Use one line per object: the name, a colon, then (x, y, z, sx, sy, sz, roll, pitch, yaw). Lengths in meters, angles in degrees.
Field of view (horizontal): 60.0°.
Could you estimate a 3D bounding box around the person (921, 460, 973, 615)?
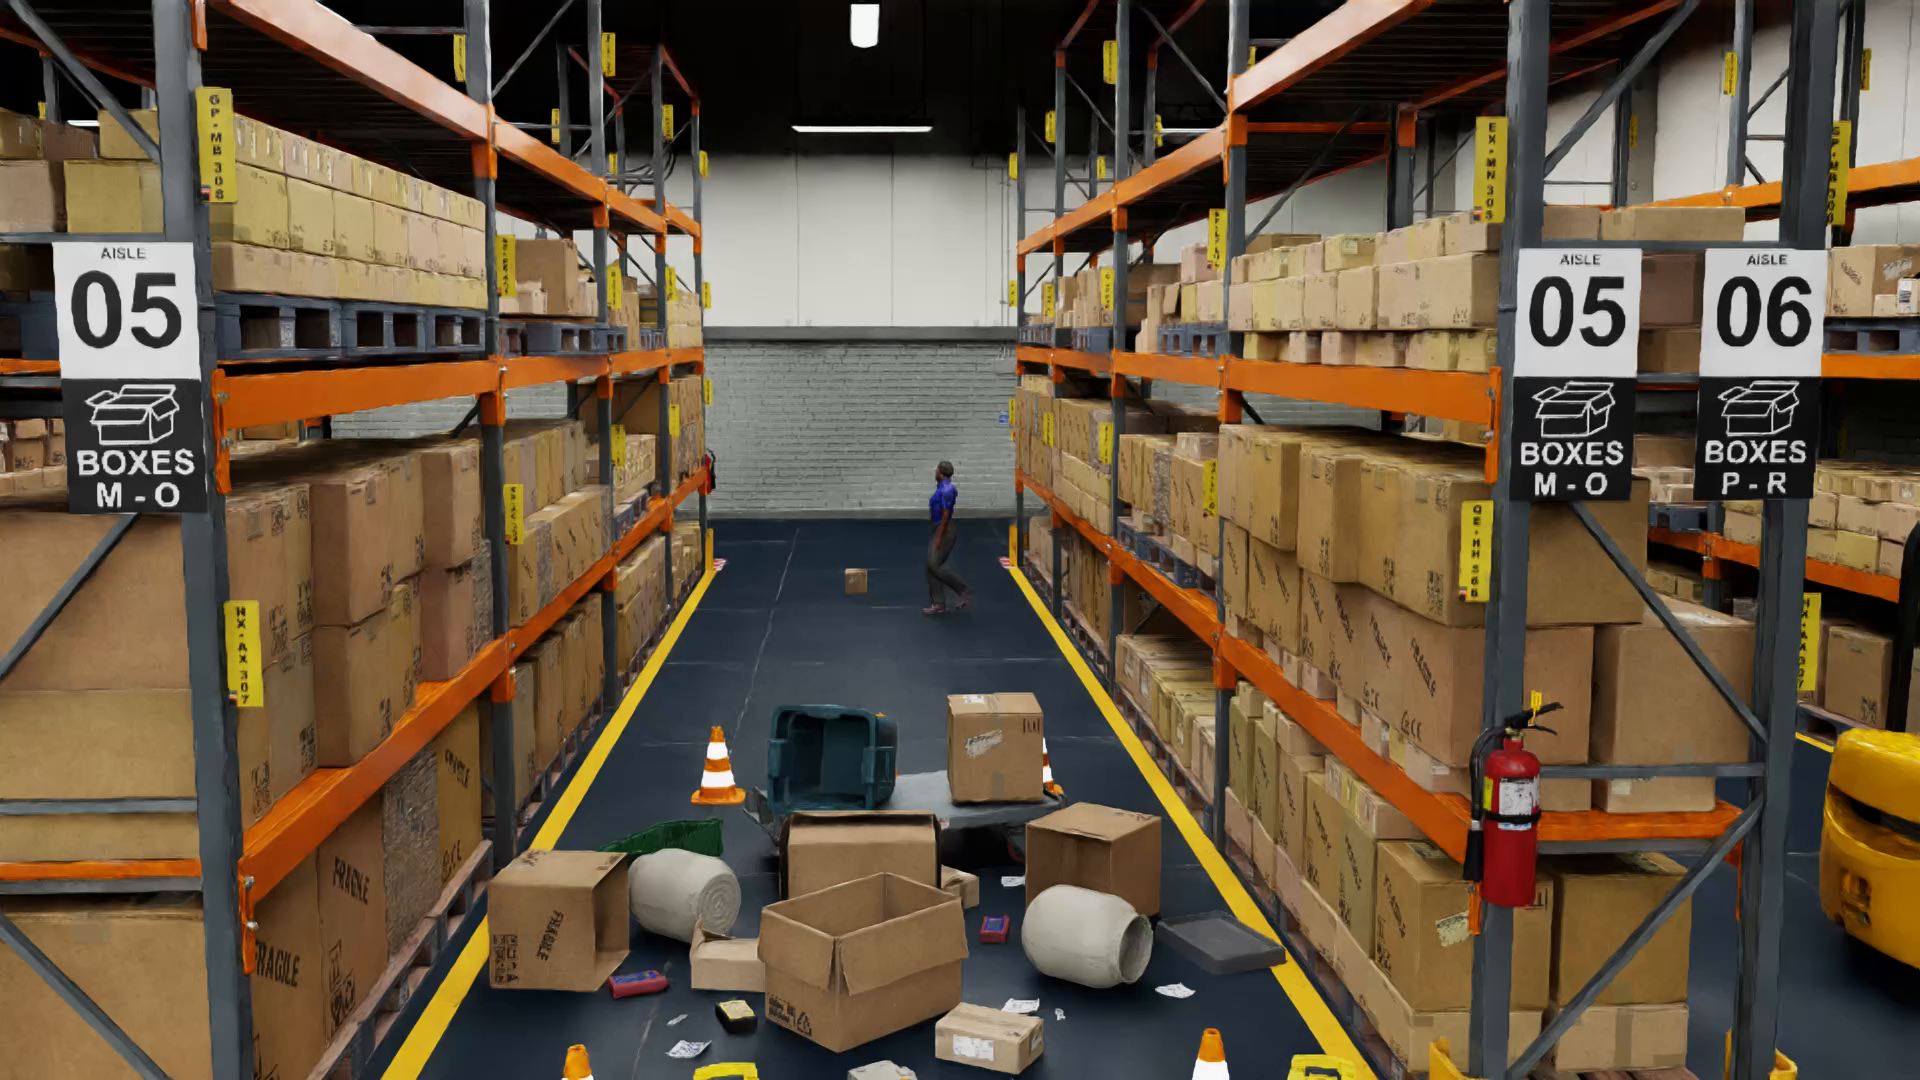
person: (-0.171, -0.035, 17.706, 0.554, 1.619, 0.550, -2, 7, -13)
